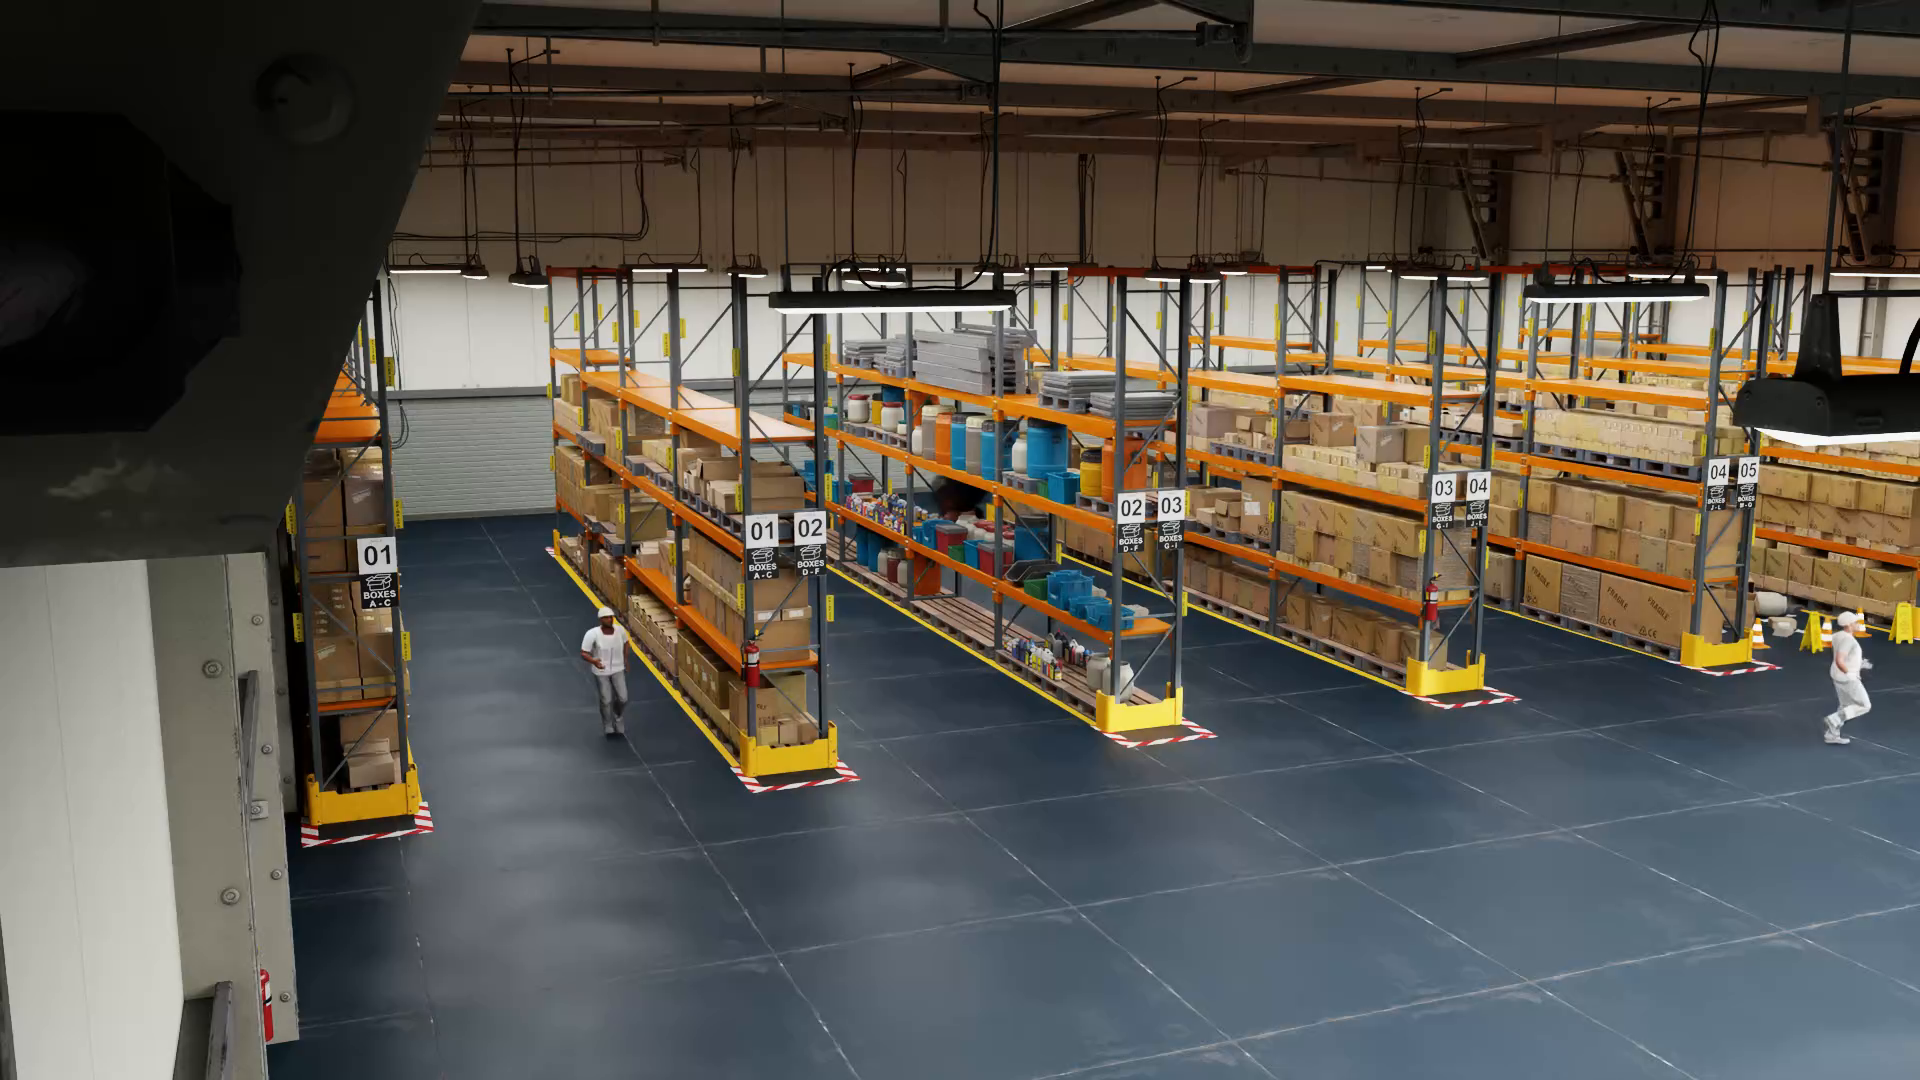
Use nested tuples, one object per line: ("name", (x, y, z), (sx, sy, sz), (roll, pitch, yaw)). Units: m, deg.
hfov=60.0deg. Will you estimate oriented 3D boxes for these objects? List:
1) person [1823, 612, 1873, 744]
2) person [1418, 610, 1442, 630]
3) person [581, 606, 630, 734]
("person", (11.441, 1.781, 21.397), (0.583, 1.738, 0.651), (2, 10, 11))
("person", (8.067, 0.662, 28.194), (0.562, 1.717, 0.757), (-6, 12, -31))
("person", (-4.582, 1.725, 21.712), (0.694, 1.738, 0.621), (-5, 11, -26))
